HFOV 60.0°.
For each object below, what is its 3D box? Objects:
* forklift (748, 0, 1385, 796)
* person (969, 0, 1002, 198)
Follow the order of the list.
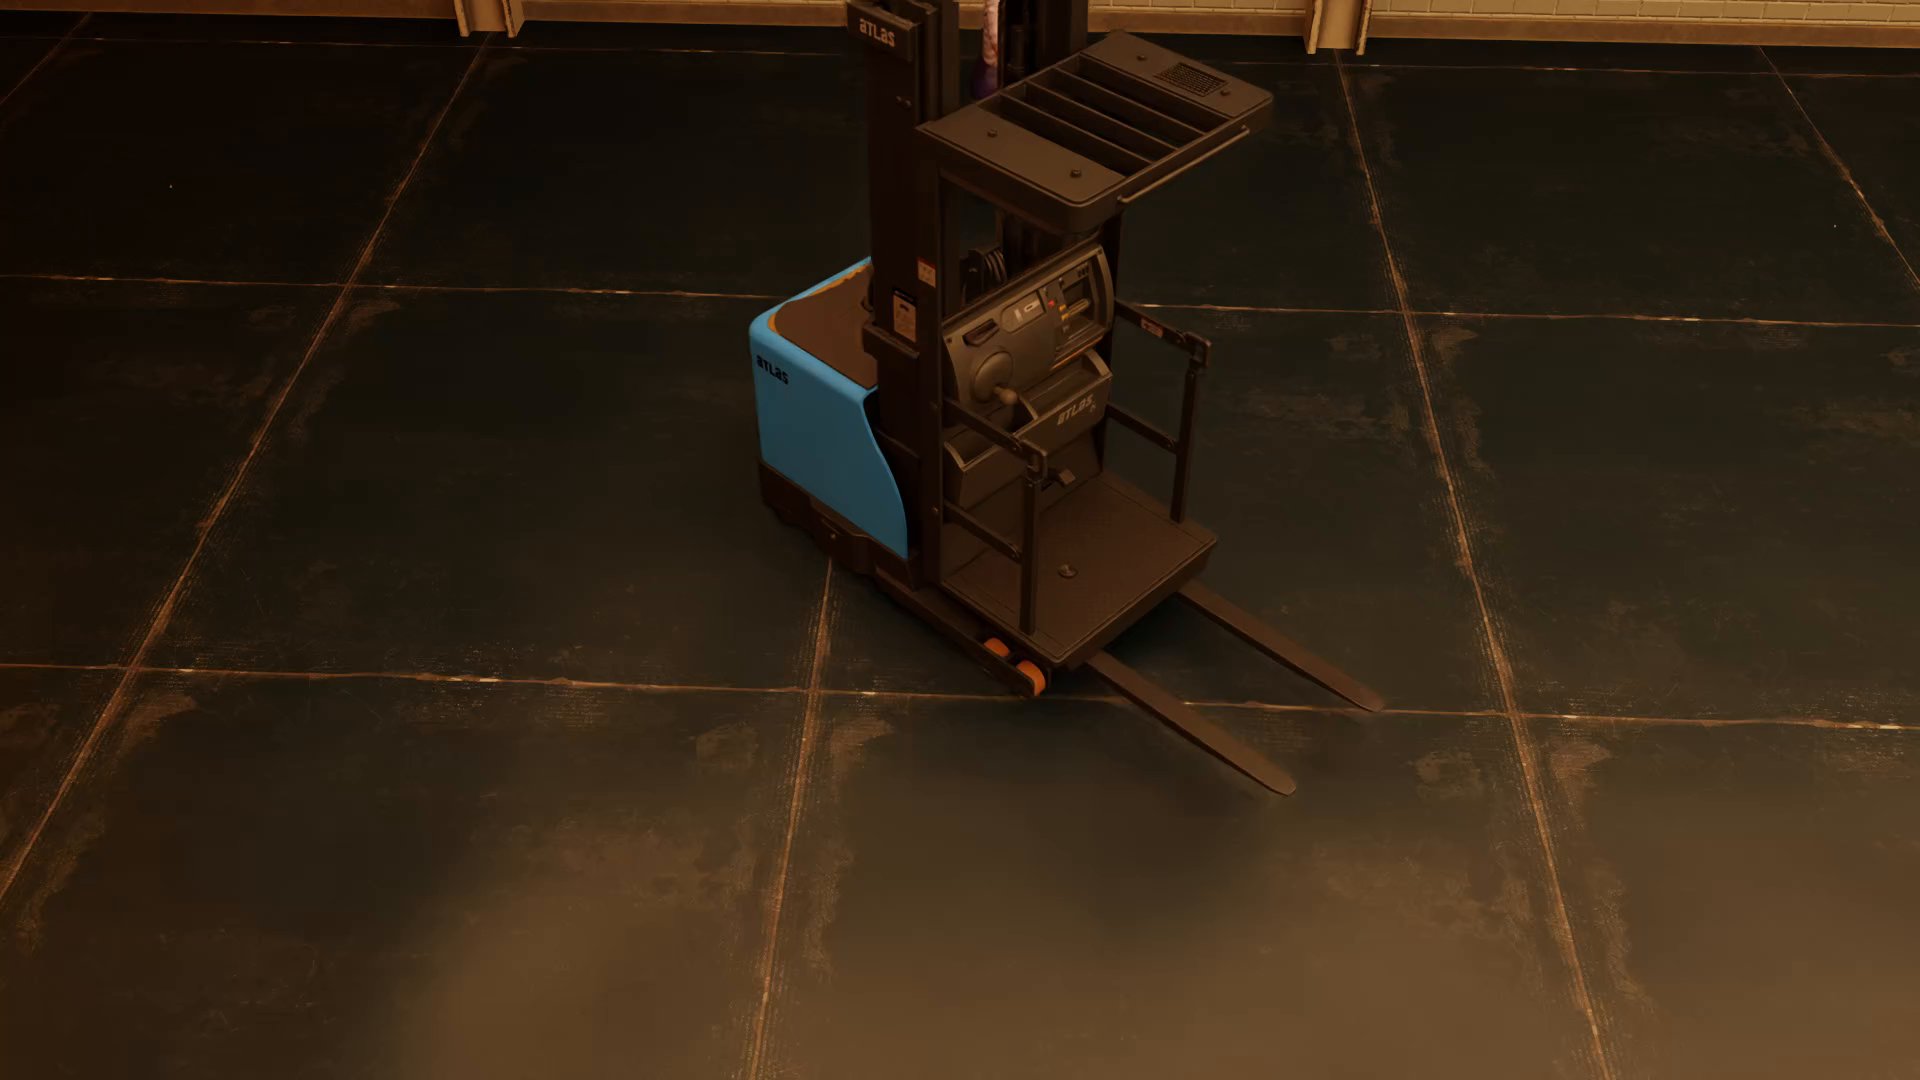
[{"bbox_3d":[0.440,-0.796,6.614,3.031,2.935,1.130,34,52,31],"label":"forklift"},{"bbox_3d":[0.318,-2.668,9.675,0.466,1.602,0.708,-6,43,-6],"label":"person"}]
